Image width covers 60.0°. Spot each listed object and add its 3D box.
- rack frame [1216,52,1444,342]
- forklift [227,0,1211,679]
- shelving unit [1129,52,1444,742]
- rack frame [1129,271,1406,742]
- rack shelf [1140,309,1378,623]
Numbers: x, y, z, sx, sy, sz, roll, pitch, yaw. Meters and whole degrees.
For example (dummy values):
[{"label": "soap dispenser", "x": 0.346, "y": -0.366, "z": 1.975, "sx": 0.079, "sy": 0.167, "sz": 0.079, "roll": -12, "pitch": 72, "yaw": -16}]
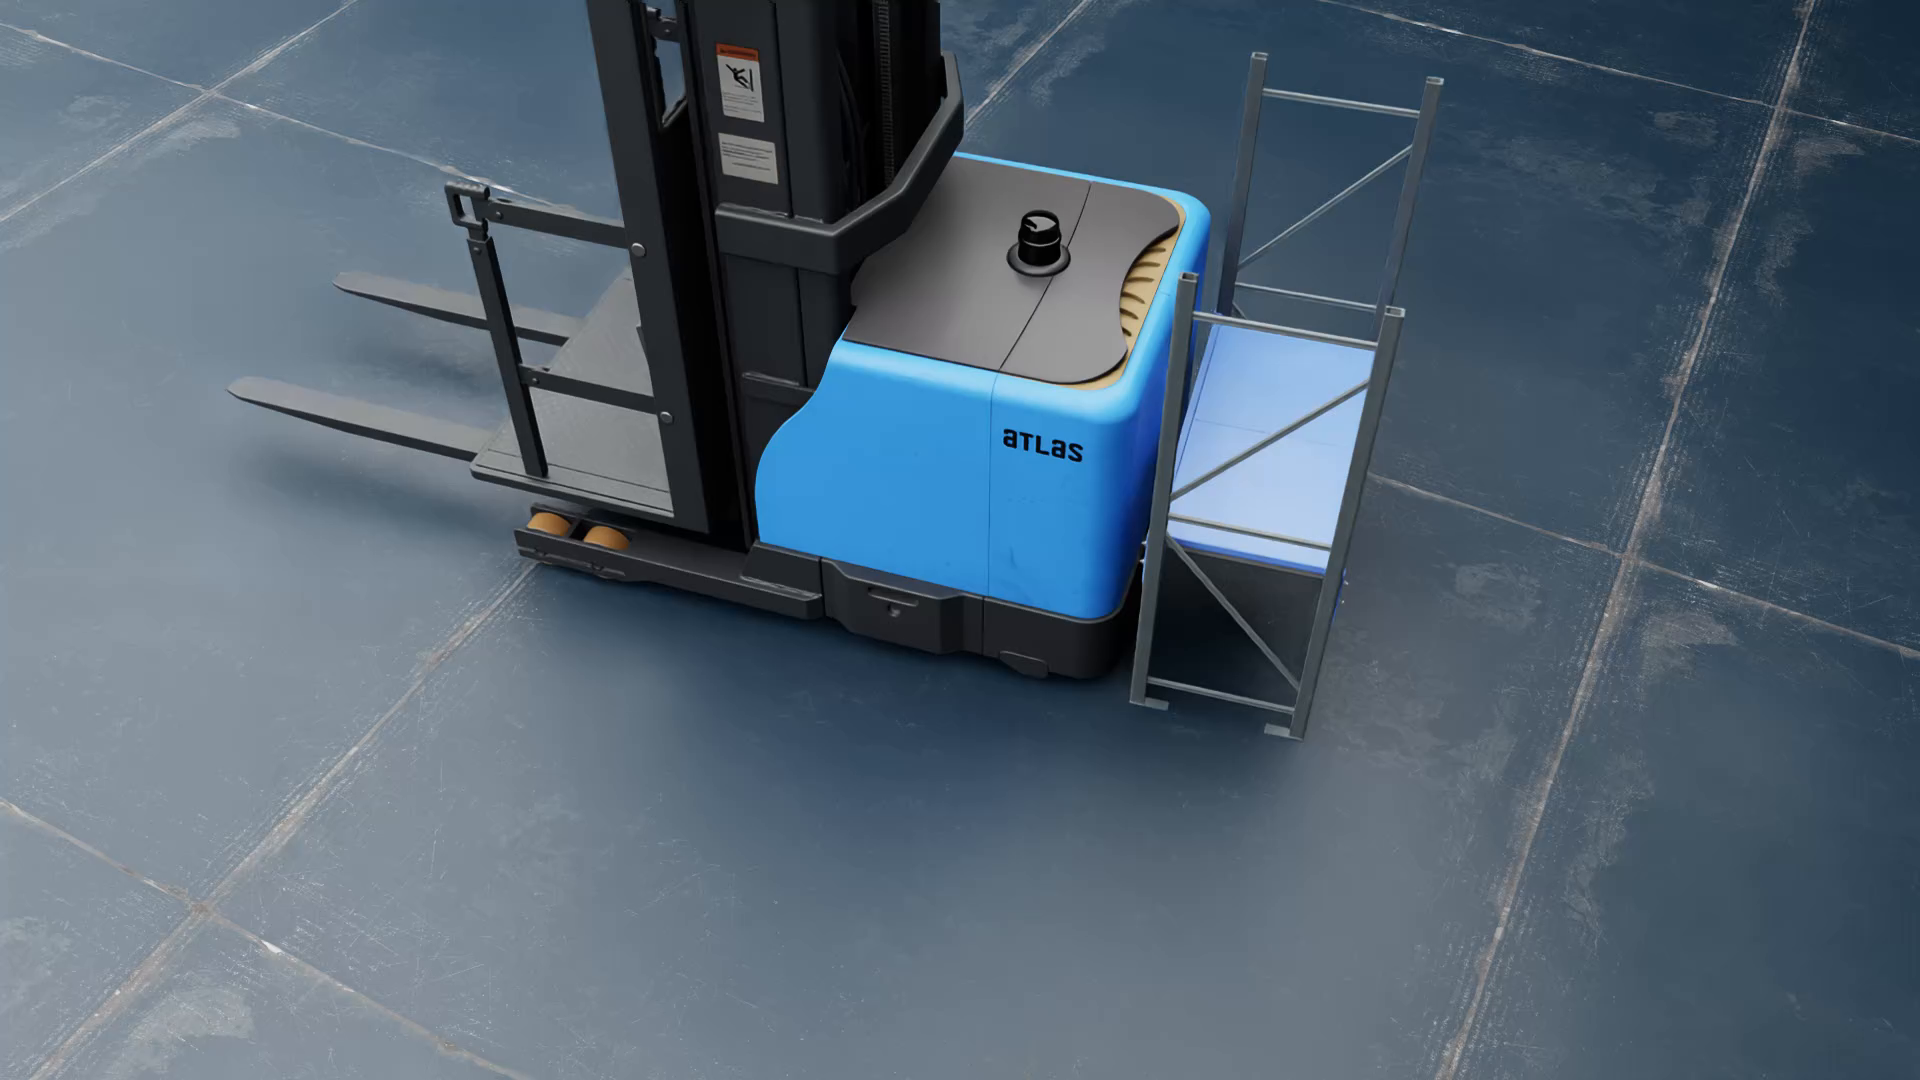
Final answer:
[{"label": "rack frame", "x": 1.015, "y": -0.712, "z": 4.899, "sx": 0.500, "sy": 1.500, "sz": 0.032, "roll": 12, "pitch": 46, "yaw": 11}, {"label": "forklift", "x": -0.850, "y": -1.253, "z": 4.428, "sx": 3.031, "sy": 2.935, "sz": 1.130, "roll": 13, "pitch": 47, "yaw": 13}, {"label": "shelving unit", "x": 0.873, "y": -0.365, "z": 4.556, "sx": 0.538, "sy": 1.500, "sz": 1.048, "roll": 12, "pitch": 46, "yaw": 11}, {"label": "rack frame", "x": 0.731, "y": -0.018, "z": 4.213, "sx": 0.500, "sy": 1.500, "sz": 0.032, "roll": 12, "pitch": 46, "yaw": 11}, {"label": "rack shelf", "x": 0.873, "y": -0.239, "z": 4.684, "sx": 0.538, "sy": 0.185, "sz": 1.000, "roll": 12, "pitch": 46, "yaw": 11}]
